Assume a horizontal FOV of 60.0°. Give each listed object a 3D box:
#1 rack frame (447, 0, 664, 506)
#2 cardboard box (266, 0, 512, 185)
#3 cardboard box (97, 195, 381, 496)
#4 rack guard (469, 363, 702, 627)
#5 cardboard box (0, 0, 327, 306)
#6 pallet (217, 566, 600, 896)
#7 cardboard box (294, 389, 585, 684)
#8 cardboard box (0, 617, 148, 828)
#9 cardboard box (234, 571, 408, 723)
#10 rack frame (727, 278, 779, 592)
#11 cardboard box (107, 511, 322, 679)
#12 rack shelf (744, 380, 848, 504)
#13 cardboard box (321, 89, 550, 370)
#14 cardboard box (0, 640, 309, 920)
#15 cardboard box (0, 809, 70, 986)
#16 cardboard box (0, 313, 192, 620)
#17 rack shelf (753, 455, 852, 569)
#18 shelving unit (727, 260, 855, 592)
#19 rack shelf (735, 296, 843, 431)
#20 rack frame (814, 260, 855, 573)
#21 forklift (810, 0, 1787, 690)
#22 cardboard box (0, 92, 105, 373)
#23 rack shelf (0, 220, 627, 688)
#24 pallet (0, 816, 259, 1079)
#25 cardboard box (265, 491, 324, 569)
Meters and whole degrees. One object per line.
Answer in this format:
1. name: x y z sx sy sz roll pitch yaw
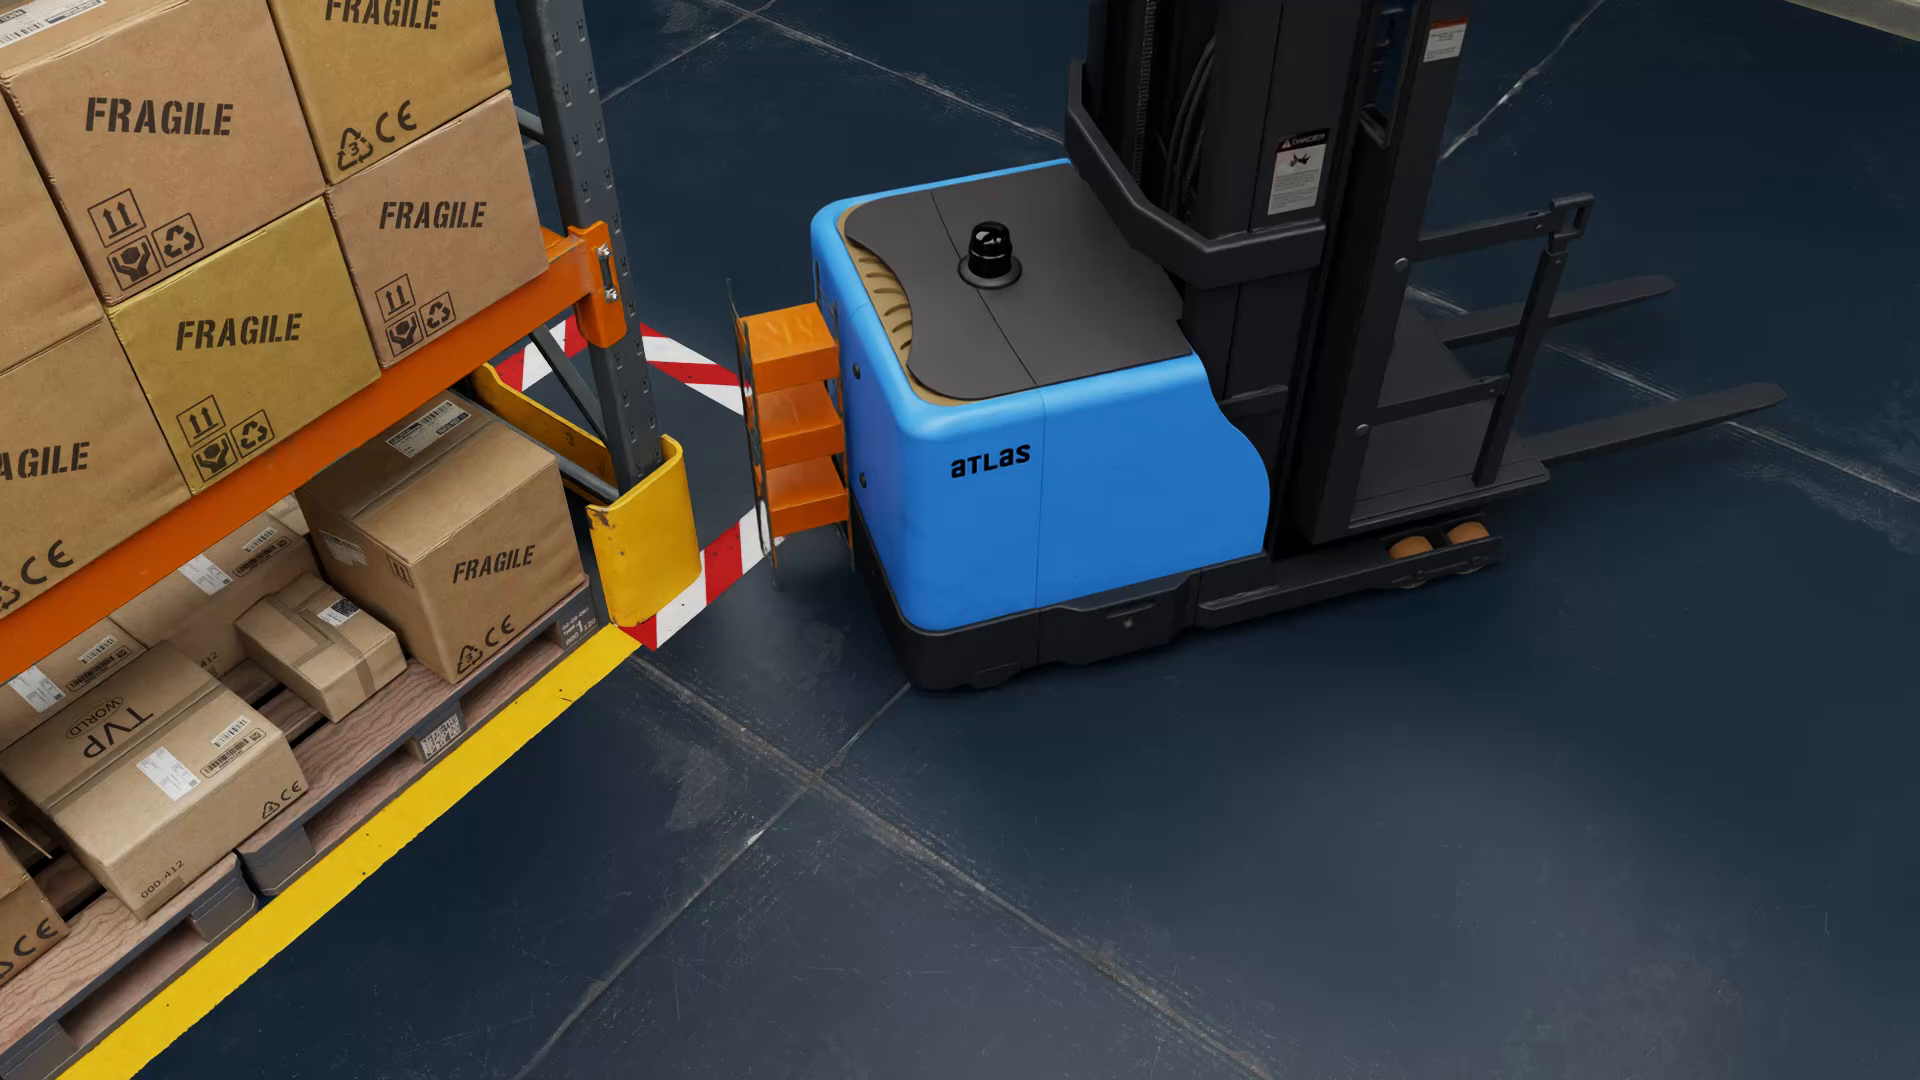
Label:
1. rack frame: -1.296 -1.154 4.278 1.000 3.000 0.127 29 53 25
2. cardboard box: -1.351 -1.158 3.521 0.500 0.500 0.500 29 53 25
3. cardboard box: -1.669 -0.514 3.597 0.500 0.500 0.500 30 53 25
4. rack guard: -1.343 -0.247 5.141 1.175 0.500 0.348 29 53 25
5. cardboard box: -1.659 -0.869 3.245 0.500 0.500 0.500 31 54 26
6. pallet: -1.830 0.309 4.809 1.003 0.211 1.213 29 53 25
7. cardboard box: -1.434 -0.023 4.622 0.500 0.500 0.500 29 53 25
8. cardboard box: -2.465 0.401 4.389 0.500 0.250 0.500 29 53 25
9. cardboard box: -1.753 0.284 4.559 0.380 0.166 0.250 29 53 25
10. rack frame: -0.591 -0.272 4.784 0.008 1.050 0.200 -14 48 -13
11. cardboard box: -2.159 0.115 4.663 0.500 0.250 0.500 29 53 25
12. rack shelf: -0.476 -0.294 4.819 0.240 0.259 0.215 -14 48 -13
13. cardboard box: -1.355 -0.812 3.882 0.500 0.500 0.500 31 54 26
14. cardboard box: -2.038 0.594 4.206 0.500 0.250 0.500 29 53 25
15. cardboard box: -2.597 0.768 3.865 0.797 0.503 0.637 29 53 25
16. cardboard box: -1.979 -0.231 3.327 0.500 0.500 0.500 30 53 25
17. rack shelf: -0.476 -0.102 5.020 0.240 0.259 0.215 -14 48 -13
18. shelving unit: -0.476 -0.301 4.811 0.252 1.050 0.215 -14 48 -13
19. rack shelf: -0.476 -0.489 4.614 0.240 0.259 0.215 -14 48 -13
20. rack frame: -0.361 -0.330 4.839 0.008 1.050 0.200 -14 48 -13
21. forklift: 1.140 -1.215 4.384 3.031 2.935 1.130 -13 48 -12
22. cardboard box: -1.972 -0.570 2.959 0.500 0.500 0.500 31 54 26
23. rack shelf: -2.519 0.239 3.445 1.077 0.370 4.000 29 53 25
24. pallet: -2.576 1.004 4.145 1.003 0.211 1.213 29 53 25
25. cardboard box: -1.977 -0.097 4.923 0.380 0.166 0.250 29 53 25
